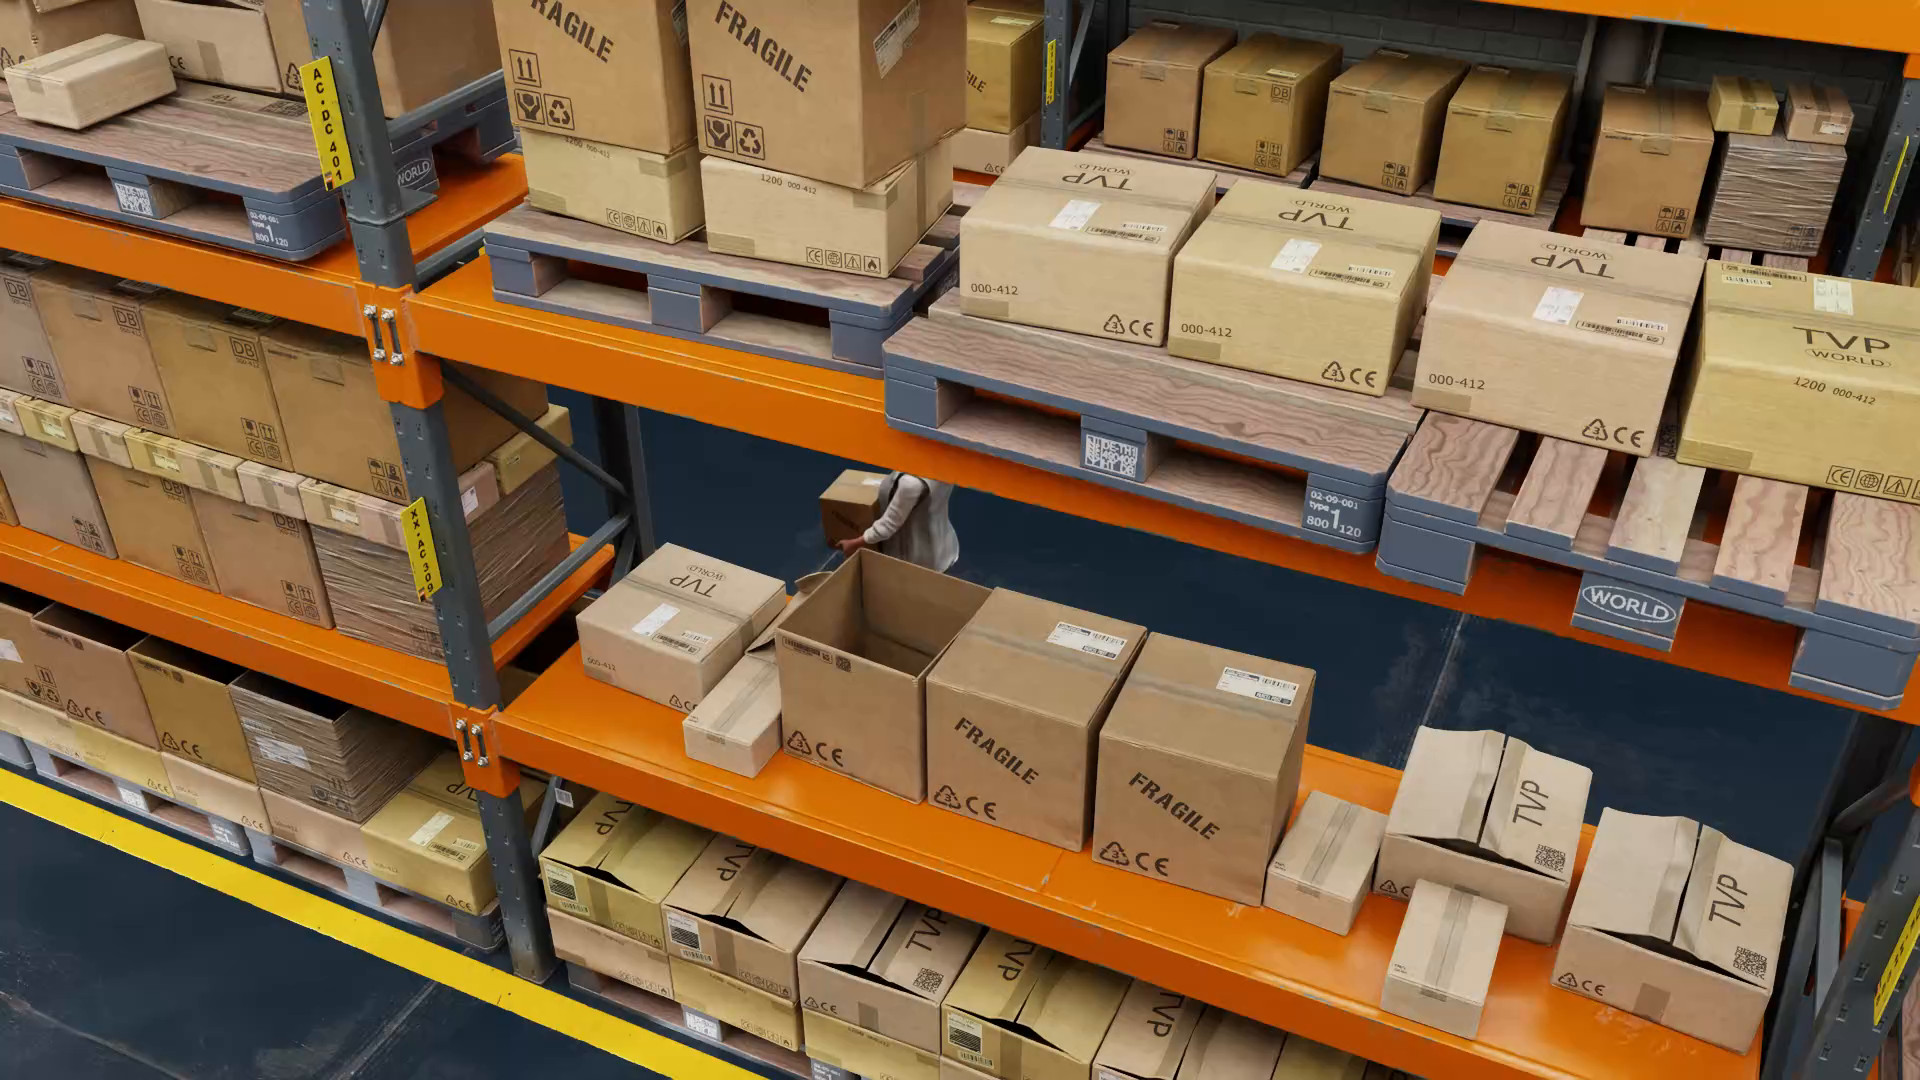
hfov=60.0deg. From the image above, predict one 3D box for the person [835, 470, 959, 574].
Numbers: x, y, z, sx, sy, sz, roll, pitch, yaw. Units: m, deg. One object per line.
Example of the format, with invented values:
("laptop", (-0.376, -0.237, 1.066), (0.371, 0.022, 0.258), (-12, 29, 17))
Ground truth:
("person", (-0.250, 0.075, 7.046), (0.495, 1.588, 0.407), (14, 37, 20))
